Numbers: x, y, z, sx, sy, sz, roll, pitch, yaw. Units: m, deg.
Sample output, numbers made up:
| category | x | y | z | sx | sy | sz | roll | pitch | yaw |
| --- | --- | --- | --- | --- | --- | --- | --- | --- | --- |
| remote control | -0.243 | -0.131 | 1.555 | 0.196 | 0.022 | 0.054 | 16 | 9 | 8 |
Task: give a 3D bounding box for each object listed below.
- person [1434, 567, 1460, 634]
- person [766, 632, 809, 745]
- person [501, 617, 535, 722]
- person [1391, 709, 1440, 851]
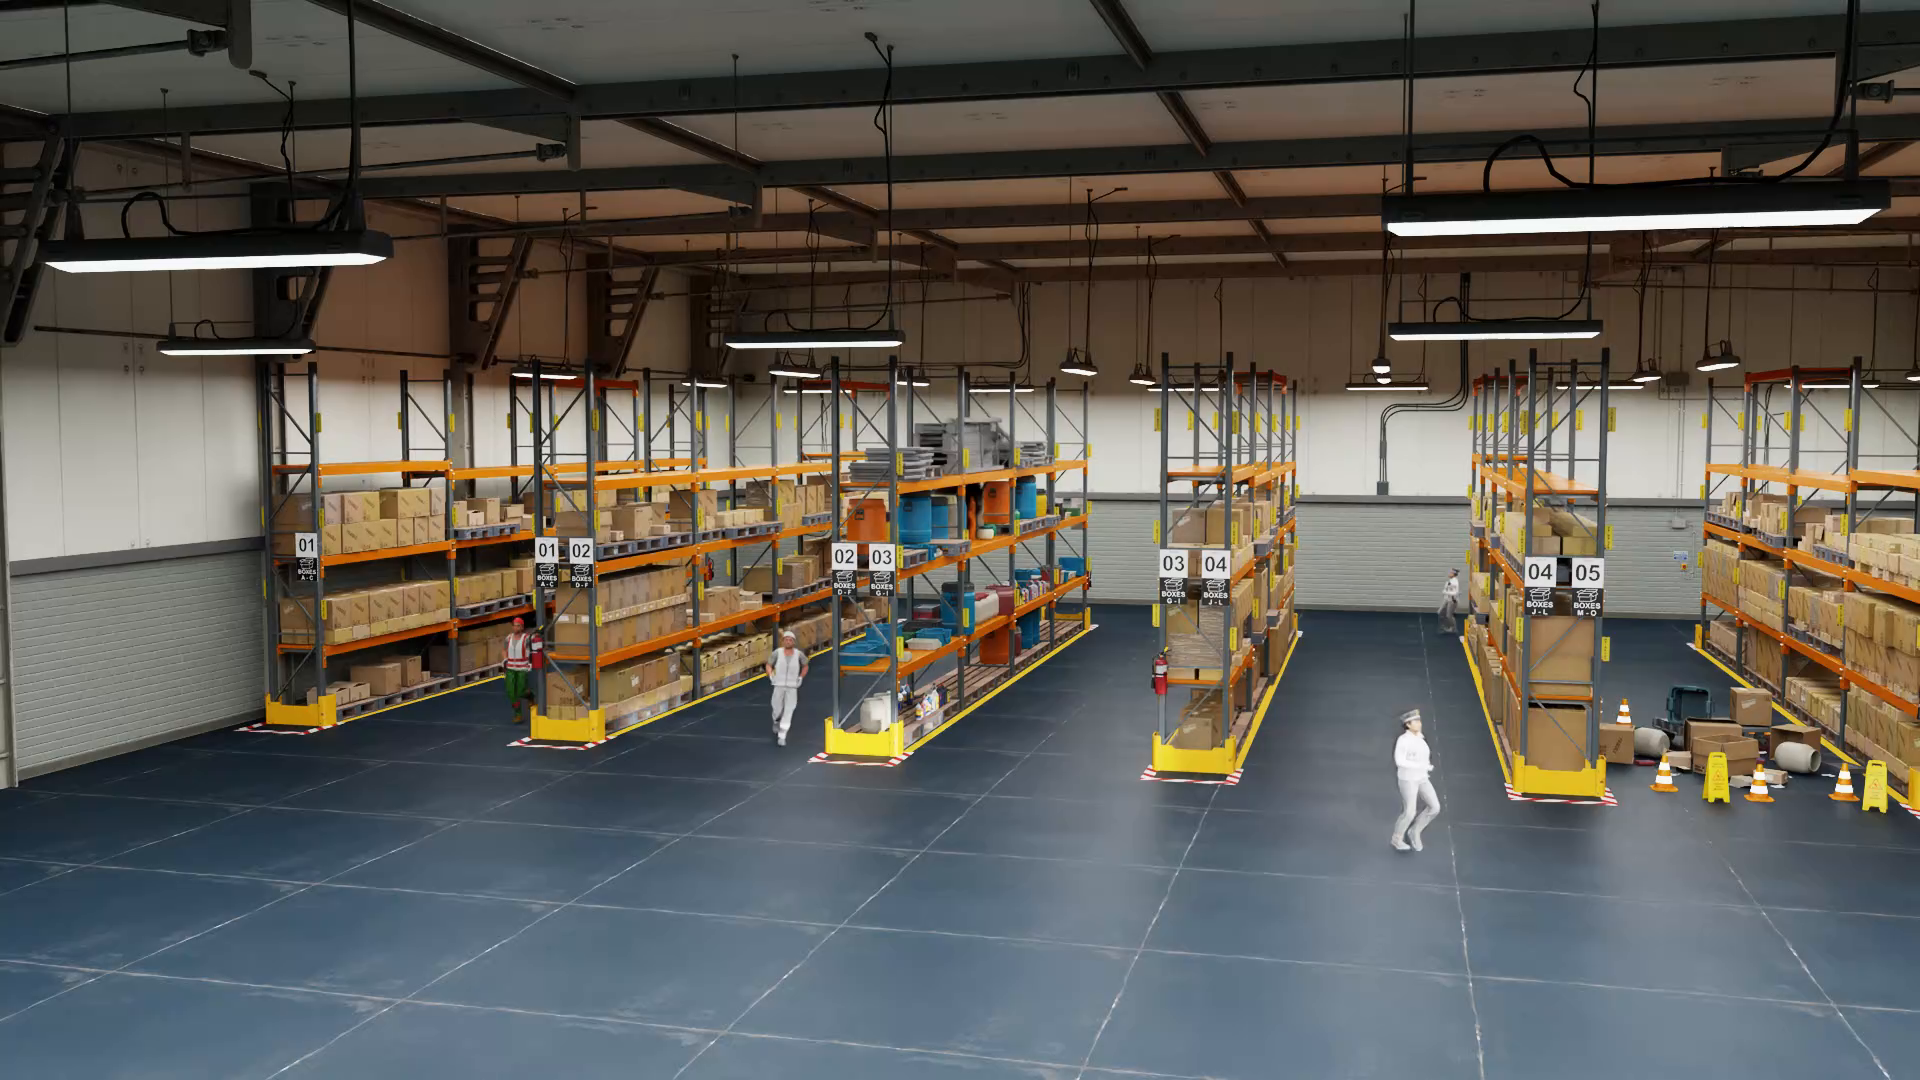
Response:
| category | x | y | z | sx | sy | sz | roll | pitch | yaw |
| --- | --- | --- | --- | --- | --- | --- | --- | --- | --- |
| person | 11.564 | 1.452 | 39.201 | 0.532 | 1.671 | 0.769 | -1 | 4 | -8 |
| person | -2.708 | 2.301 | 26.101 | 0.676 | 1.755 | 0.736 | 0 | 4 | -5 |
| person | -7.419 | 2.170 | 28.005 | 0.656 | 1.745 | 0.615 | 1 | 4 | 9 |
| person | 5.282 | 2.795 | 19.318 | 0.676 | 1.684 | 0.597 | -3 | 5 | -41 |
